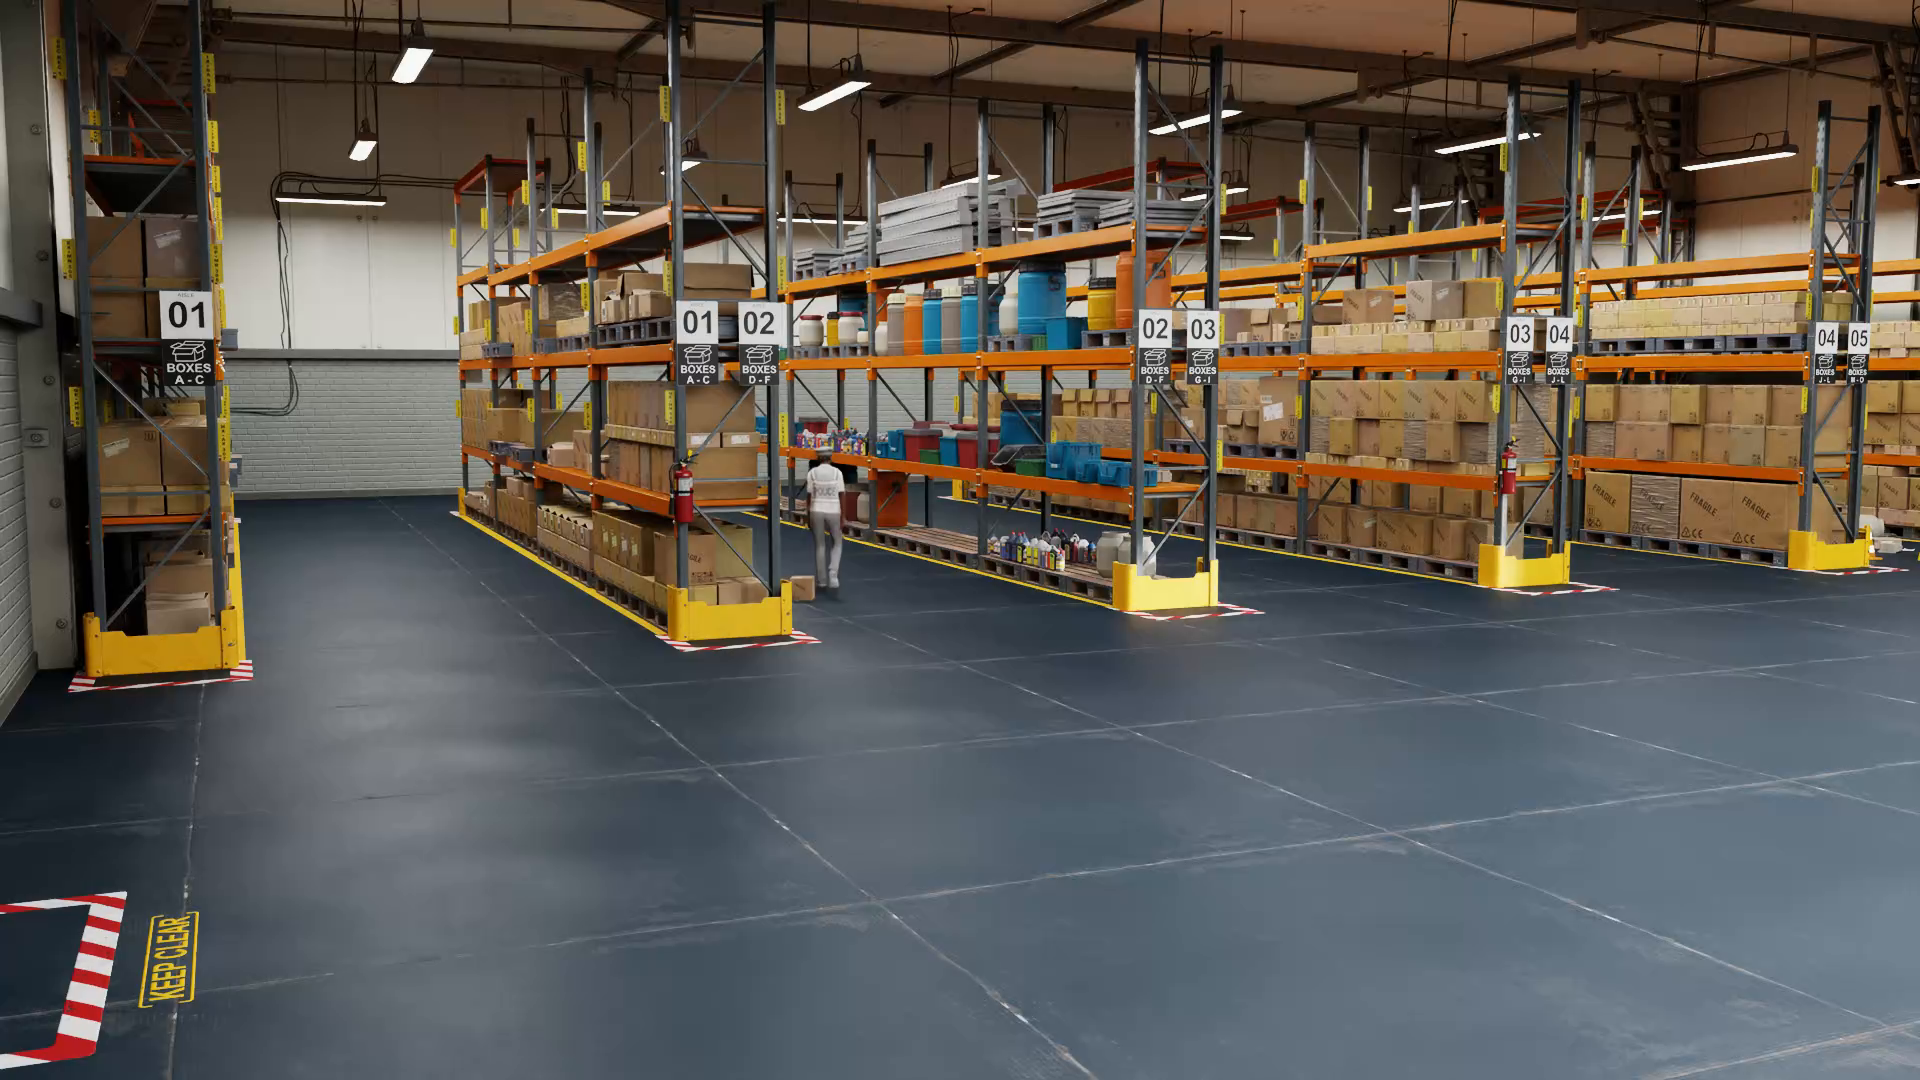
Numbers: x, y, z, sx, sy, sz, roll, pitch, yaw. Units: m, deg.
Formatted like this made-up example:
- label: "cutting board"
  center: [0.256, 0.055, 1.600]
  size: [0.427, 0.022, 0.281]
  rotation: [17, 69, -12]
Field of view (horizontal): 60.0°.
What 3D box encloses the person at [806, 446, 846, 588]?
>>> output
- label: "person"
  center: [-1.582, -0.262, 19.620]
  size: [0.458, 1.687, 0.409]
  rotation: [-1, 6, -6]
